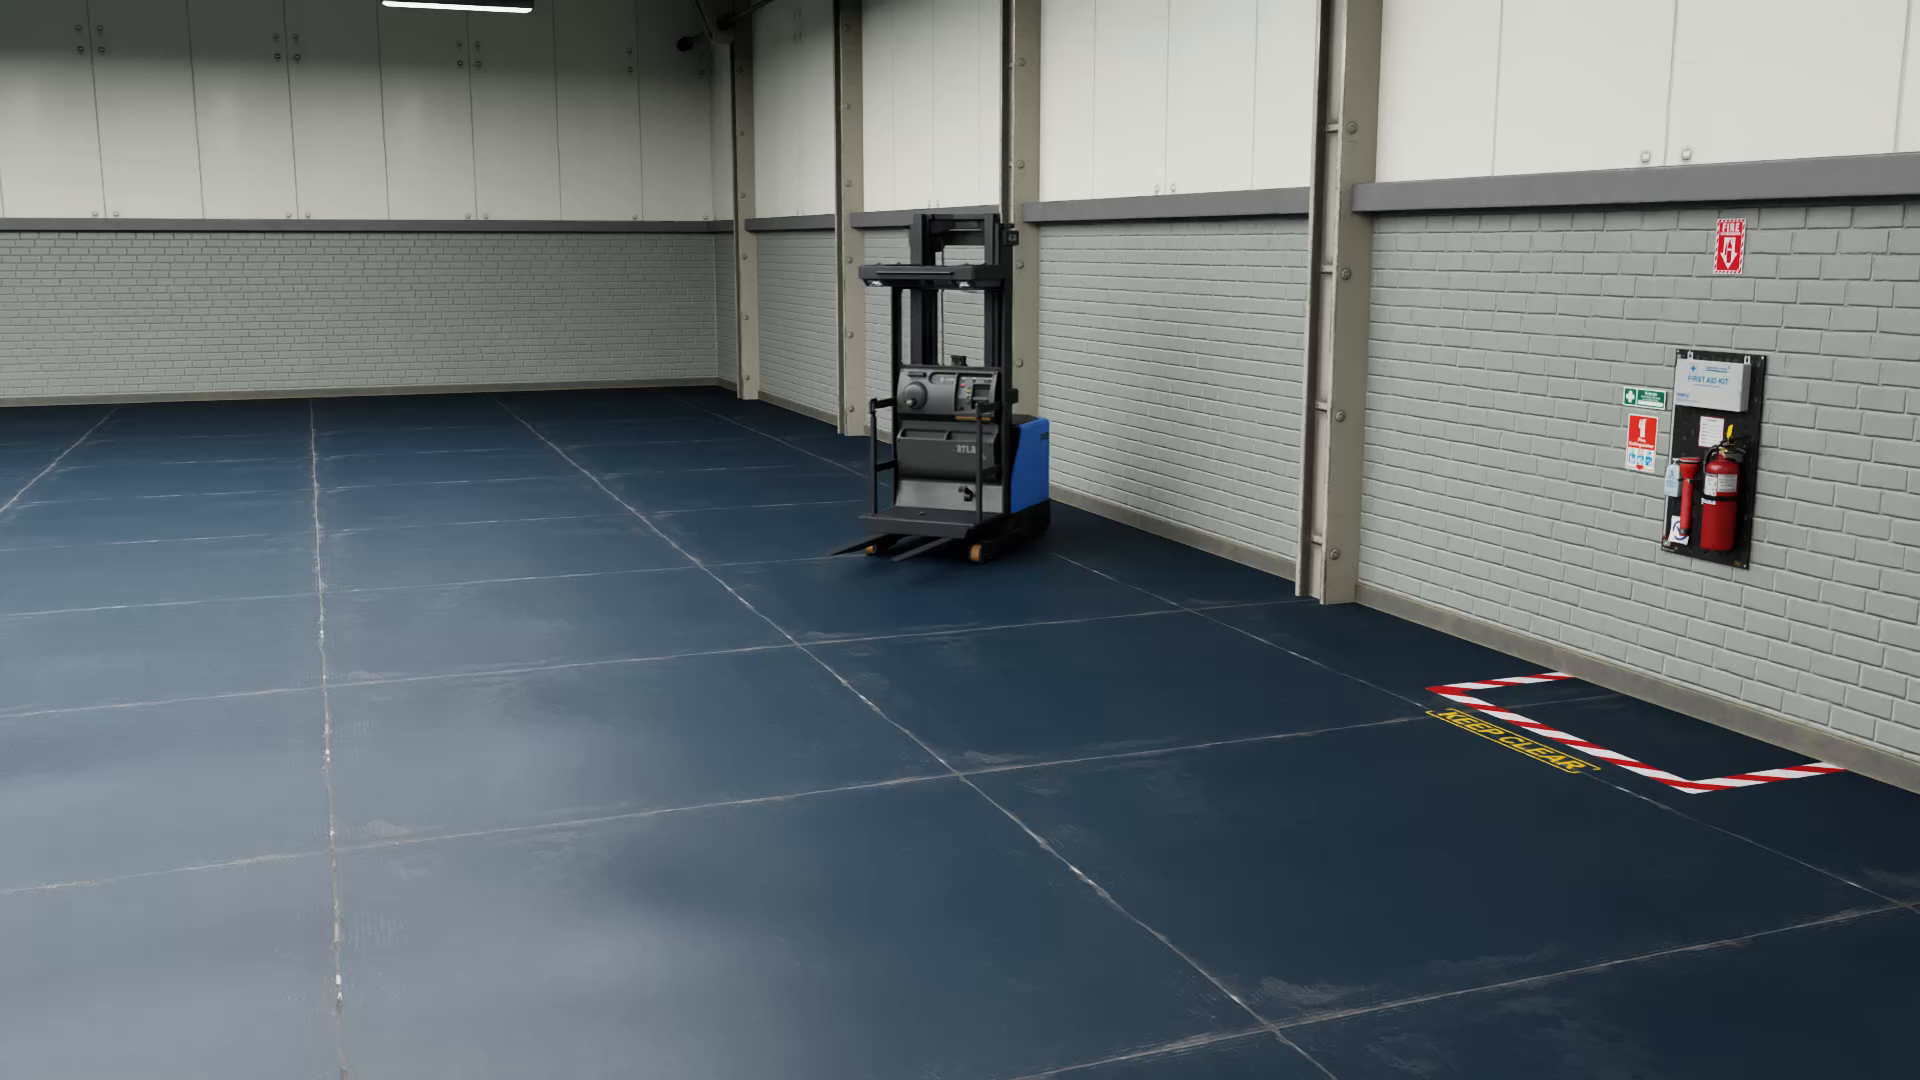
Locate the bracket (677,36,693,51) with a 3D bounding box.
[{"bbox_3d":[-5.056,-9.127,30.589,0.235,0.232,0.430,-4,11,-21],"label":"bracket"}]

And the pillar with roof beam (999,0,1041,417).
[{"bbox_3d":[-3.380,-4.691,15.928,9.100,9.000,0.400,-4,11,-21],"label":"pillar with roof beam"}]

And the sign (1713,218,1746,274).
[{"bbox_3d":[4.211,-1.607,9.099,0.001,0.298,0.199,-4,11,-21],"label":"sign"}]

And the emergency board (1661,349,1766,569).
[{"bbox_3d":[4.121,-0.458,9.259,0.194,1.169,0.643,-4,11,-21],"label":"emergency board"}]

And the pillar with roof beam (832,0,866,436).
[{"bbox_3d":[-5.554,-5.671,21.434,9.100,9.000,0.400,-4,11,-21],"label":"pillar with roof beam"}]

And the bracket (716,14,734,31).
[{"bbox_3d":[-3.897,-8.605,27.653,0.235,0.232,0.430,-4,11,-21],"label":"bracket"}]

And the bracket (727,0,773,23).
[{"bbox_3d":[-2.963,-8.185,25.289,0.076,0.066,4.783,-4,11,-21],"label":"bracket"}]

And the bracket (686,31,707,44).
[{"bbox_3d":[-4.842,-9.031,30.047,0.076,0.066,3.189,-4,11,-21],"label":"bracket"}]

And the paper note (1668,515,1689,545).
[{"bbox_3d":[4.121,-0.058,9.523,0.016,0.148,0.142,-4,11,-21],"label":"paper note"}]

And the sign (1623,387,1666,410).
[{"bbox_3d":[4.010,-0.832,9.747,0.001,0.109,0.331,-4,11,-21],"label":"sign"}]

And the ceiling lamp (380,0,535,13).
[{"bbox_3d":[-6.939,-8.852,22.649,2.000,3.185,0.800,-4,11,-21],"label":"ceiling lamp"}]

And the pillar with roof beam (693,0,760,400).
[{"bbox_3d":[-7.729,-6.650,26.940,9.100,9.000,0.548,-4,11,-21],"label":"pillar with roof beam"}]

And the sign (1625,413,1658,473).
[{"bbox_3d":[4.016,-0.572,9.800,0.001,0.329,0.234,-4,11,-21],"label":"sign"}]

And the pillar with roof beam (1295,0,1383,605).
[{"bbox_3d":[-1.206,-3.712,10.422,9.100,9.000,0.400,-4,11,-21],"label":"pillar with roof beam"}]

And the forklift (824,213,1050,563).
[{"bbox_3d":[-0.190,-1.329,14.355,1.130,2.935,3.031,4,11,23],"label":"forklift"}]
